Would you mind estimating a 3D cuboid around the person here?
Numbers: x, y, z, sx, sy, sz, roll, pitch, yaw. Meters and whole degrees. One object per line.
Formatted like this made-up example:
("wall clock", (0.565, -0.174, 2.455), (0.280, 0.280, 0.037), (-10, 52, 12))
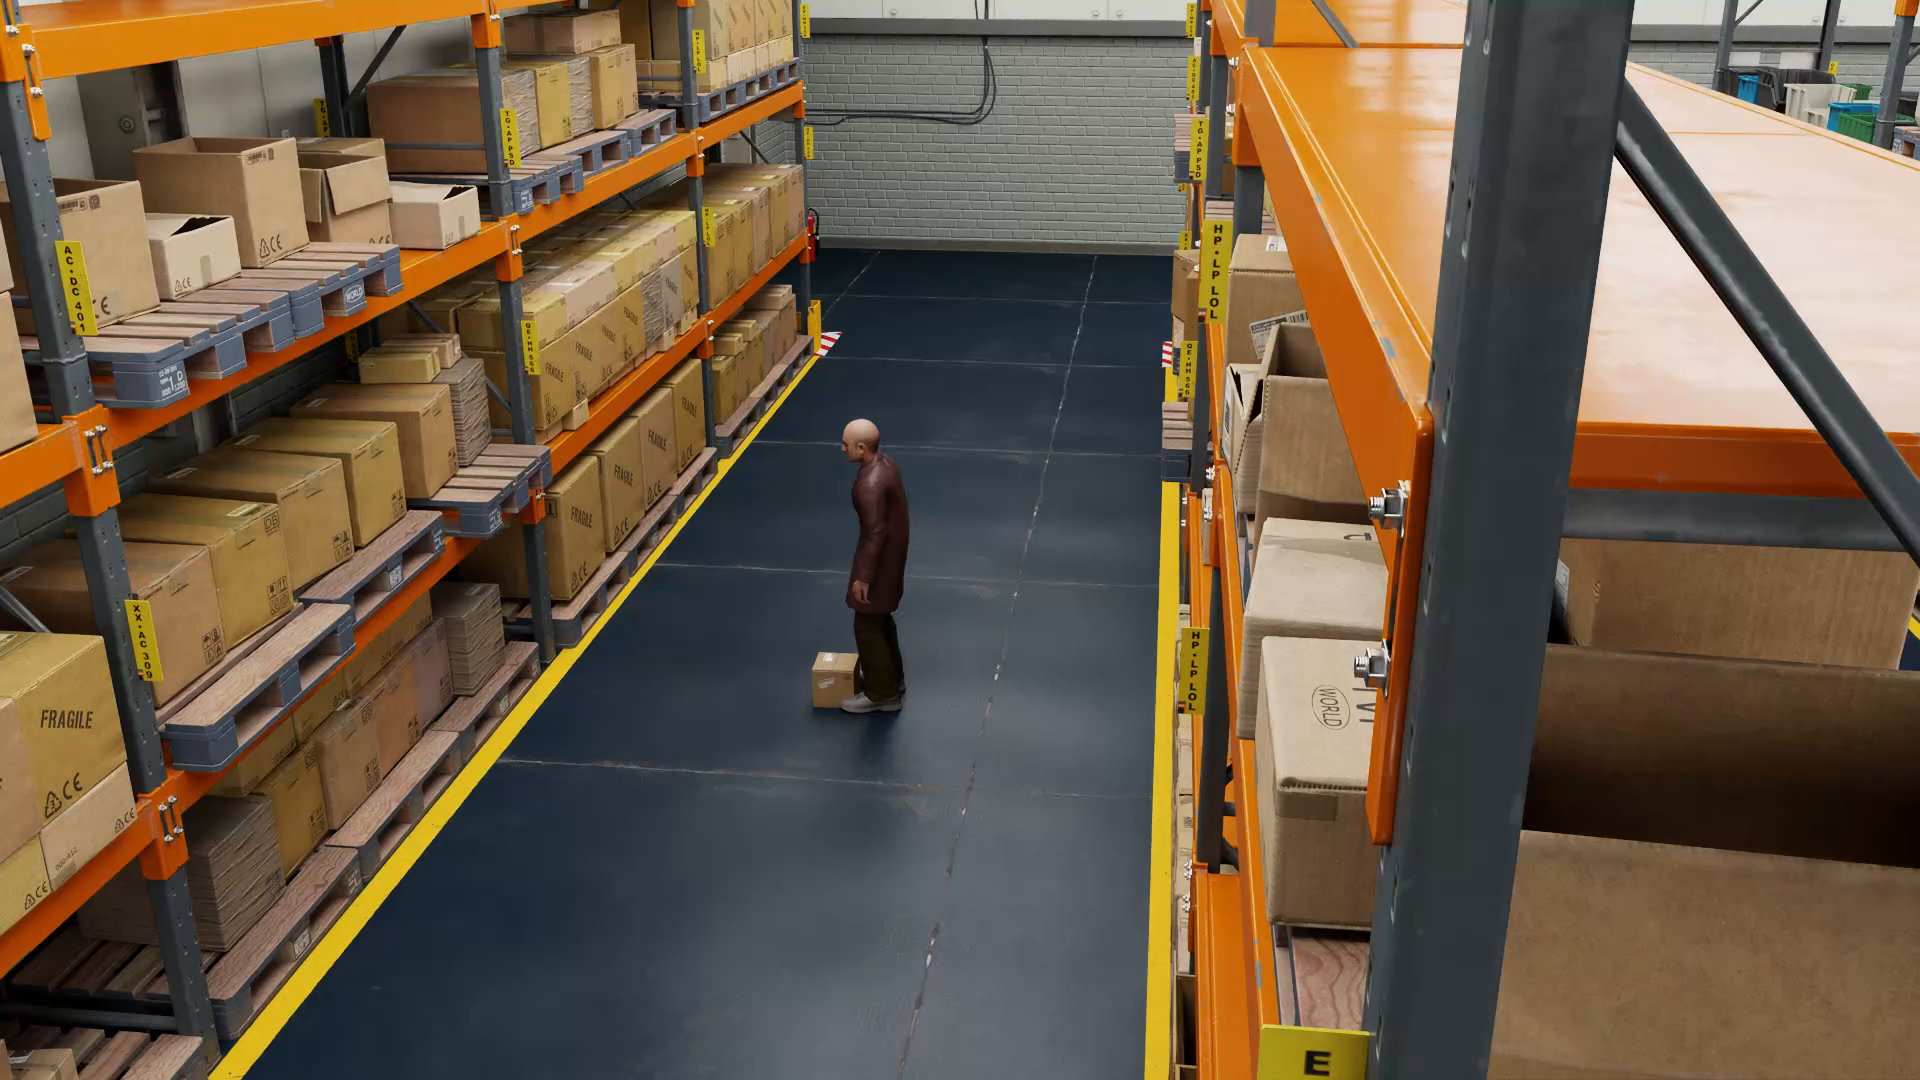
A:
("person", (-0.500, 0.143, 9.727), (0.416, 1.774, 0.653), (2, 21, 5))
